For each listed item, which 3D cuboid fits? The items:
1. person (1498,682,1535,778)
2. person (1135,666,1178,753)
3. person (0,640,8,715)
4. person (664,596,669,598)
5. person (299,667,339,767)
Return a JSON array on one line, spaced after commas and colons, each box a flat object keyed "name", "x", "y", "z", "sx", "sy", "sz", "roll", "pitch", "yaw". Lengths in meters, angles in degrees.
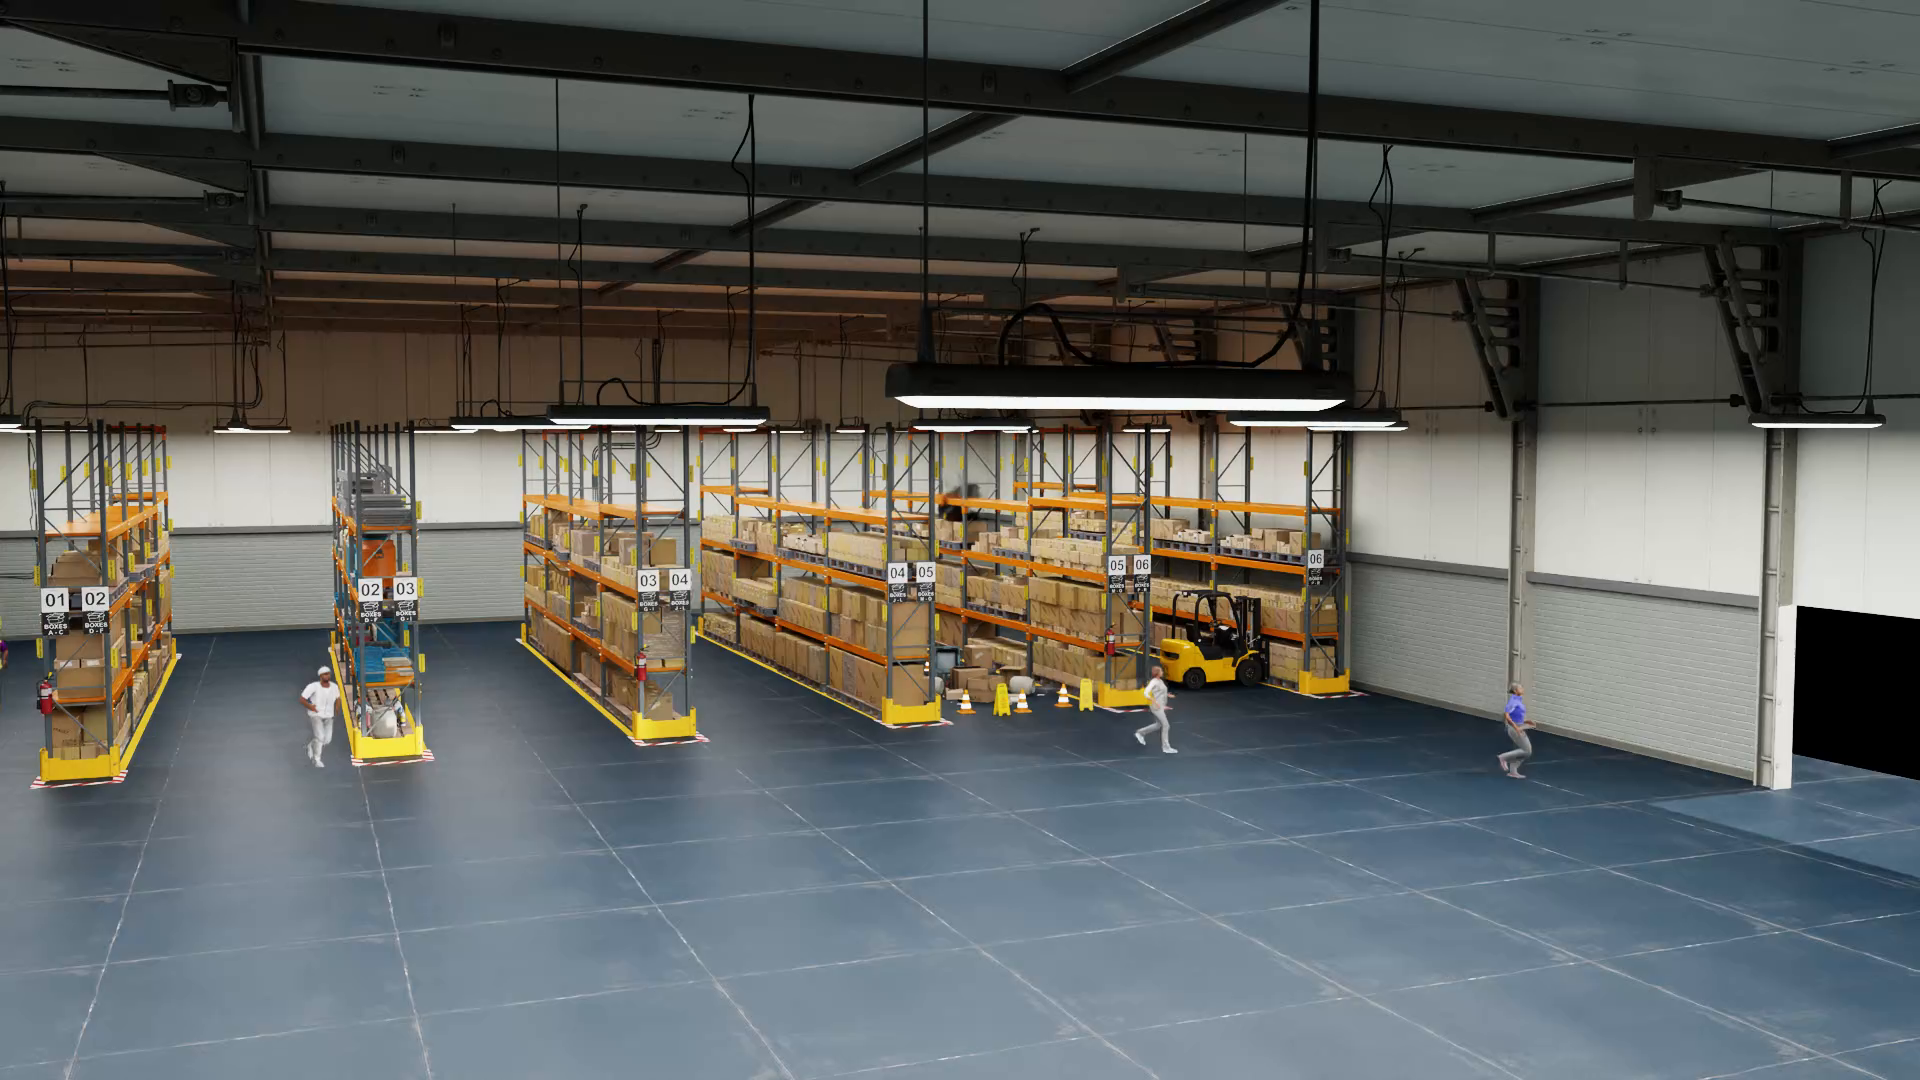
[{"name": "person", "x": 9.317, "y": 3.190, "z": 27.823, "sx": 0.559, "sy": 1.600, "sz": 0.575, "roll": 1, "pitch": 4, "yaw": 22}, {"name": "person", "x": 3.545, "y": 3.051, "z": 30.058, "sx": 0.823, "sy": 1.570, "sz": 0.547, "roll": 1, "pitch": 4, "yaw": 22}, {"name": "person", "x": -20.010, "y": 2.711, "z": 34.265, "sx": 0.674, "sy": 1.826, "sz": 0.773, "roll": -2, "pitch": 4, "yaw": -27}, {"name": "person", "x": -8.765, "y": 1.864, "z": 48.205, "sx": 0.797, "sy": 1.731, "sz": 0.656, "roll": 1, "pitch": 4, "yaw": 22}, {"name": "person", "x": -11.154, "y": 3.063, "z": 29.026, "sx": 0.640, "sy": 1.712, "sz": 0.736, "roll": 3, "pitch": 5, "yaw": 43}]
